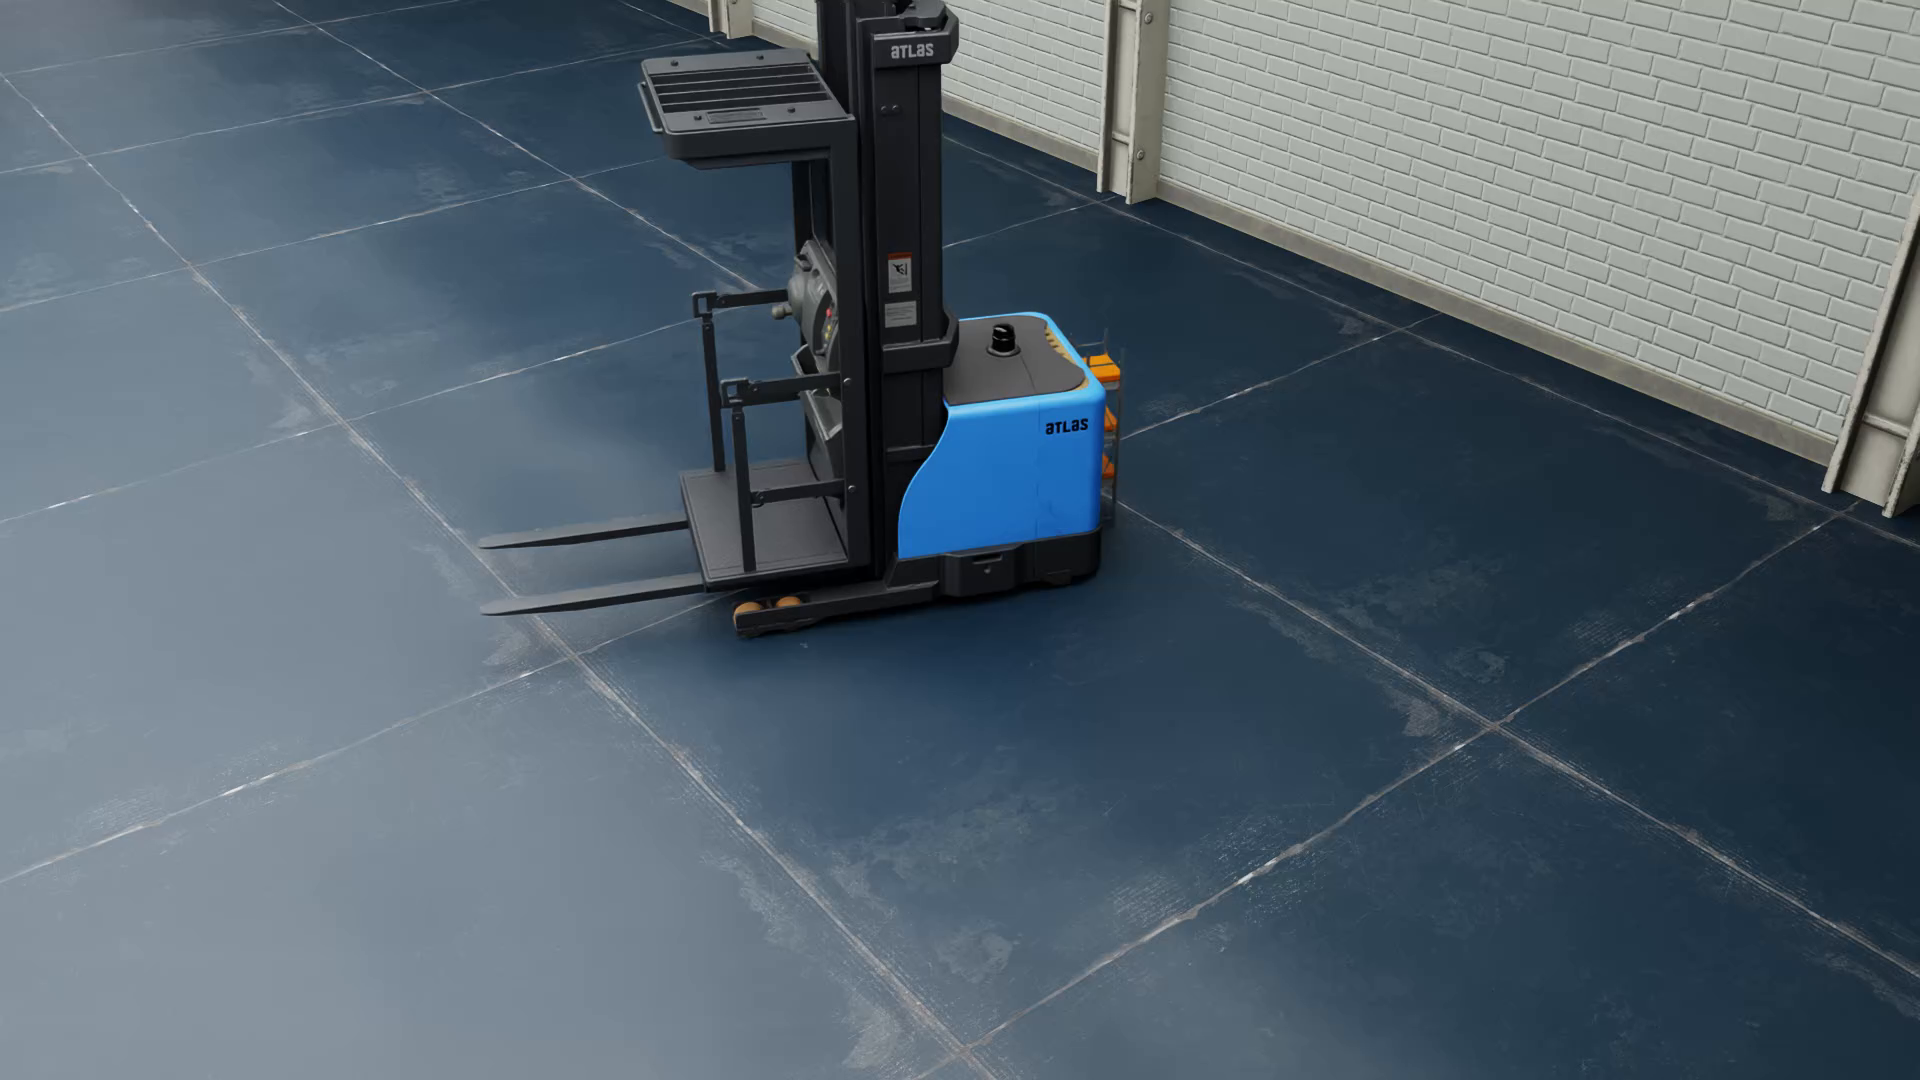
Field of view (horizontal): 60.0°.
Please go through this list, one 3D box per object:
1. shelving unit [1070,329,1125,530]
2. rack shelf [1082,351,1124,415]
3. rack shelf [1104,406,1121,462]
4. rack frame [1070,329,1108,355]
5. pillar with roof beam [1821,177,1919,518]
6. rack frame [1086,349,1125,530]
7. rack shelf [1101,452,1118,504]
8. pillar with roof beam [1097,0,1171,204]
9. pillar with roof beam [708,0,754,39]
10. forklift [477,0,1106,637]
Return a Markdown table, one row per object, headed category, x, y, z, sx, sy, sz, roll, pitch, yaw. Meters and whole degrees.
| category | x | y | z | sx | sy | sz | roll | pitch | yaw |
| --- | --- | --- | --- | --- | --- | --- | --- | --- | --- |
| shelving unit | 0.692 | -0.555 | 8.649 | 0.215 | 1.050 | 0.252 | -9 | 33 | -13 |
| rack shelf | 0.692 | -0.787 | 8.505 | 0.215 | 0.259 | 0.240 | -9 | 33 | -13 |
| rack shelf | 0.692 | -0.546 | 8.654 | 0.215 | 0.259 | 0.240 | -9 | 33 | -13 |
| rack frame | 0.658 | -0.617 | 8.748 | 0.200 | 1.050 | 0.008 | -9 | 33 | -13 |
| pillar with roof beam | 1.604 | -2.677 | 4.530 | 9.100 | 9.000 | 0.400 | -22 | 38 | -31 |
| rack frame | 0.725 | -0.493 | 8.549 | 0.200 | 1.050 | 0.008 | -9 | 33 | -13 |
| rack shelf | 0.692 | -0.310 | 8.801 | 0.215 | 0.259 | 0.240 | -9 | 33 | -13 |
| pillar with roof beam | -2.075 | -5.177 | 8.557 | 9.100 | 9.000 | 0.400 | -22 | 38 | -31 |
| pillar with roof beam | -5.754 | -7.678 | 12.583 | 9.100 | 9.000 | 0.400 | -22 | 38 | -31 |
| forklift | -0.865 | -1.087 | 7.722 | 3.031 | 2.935 | 1.130 | -8 | 33 | -13 |
